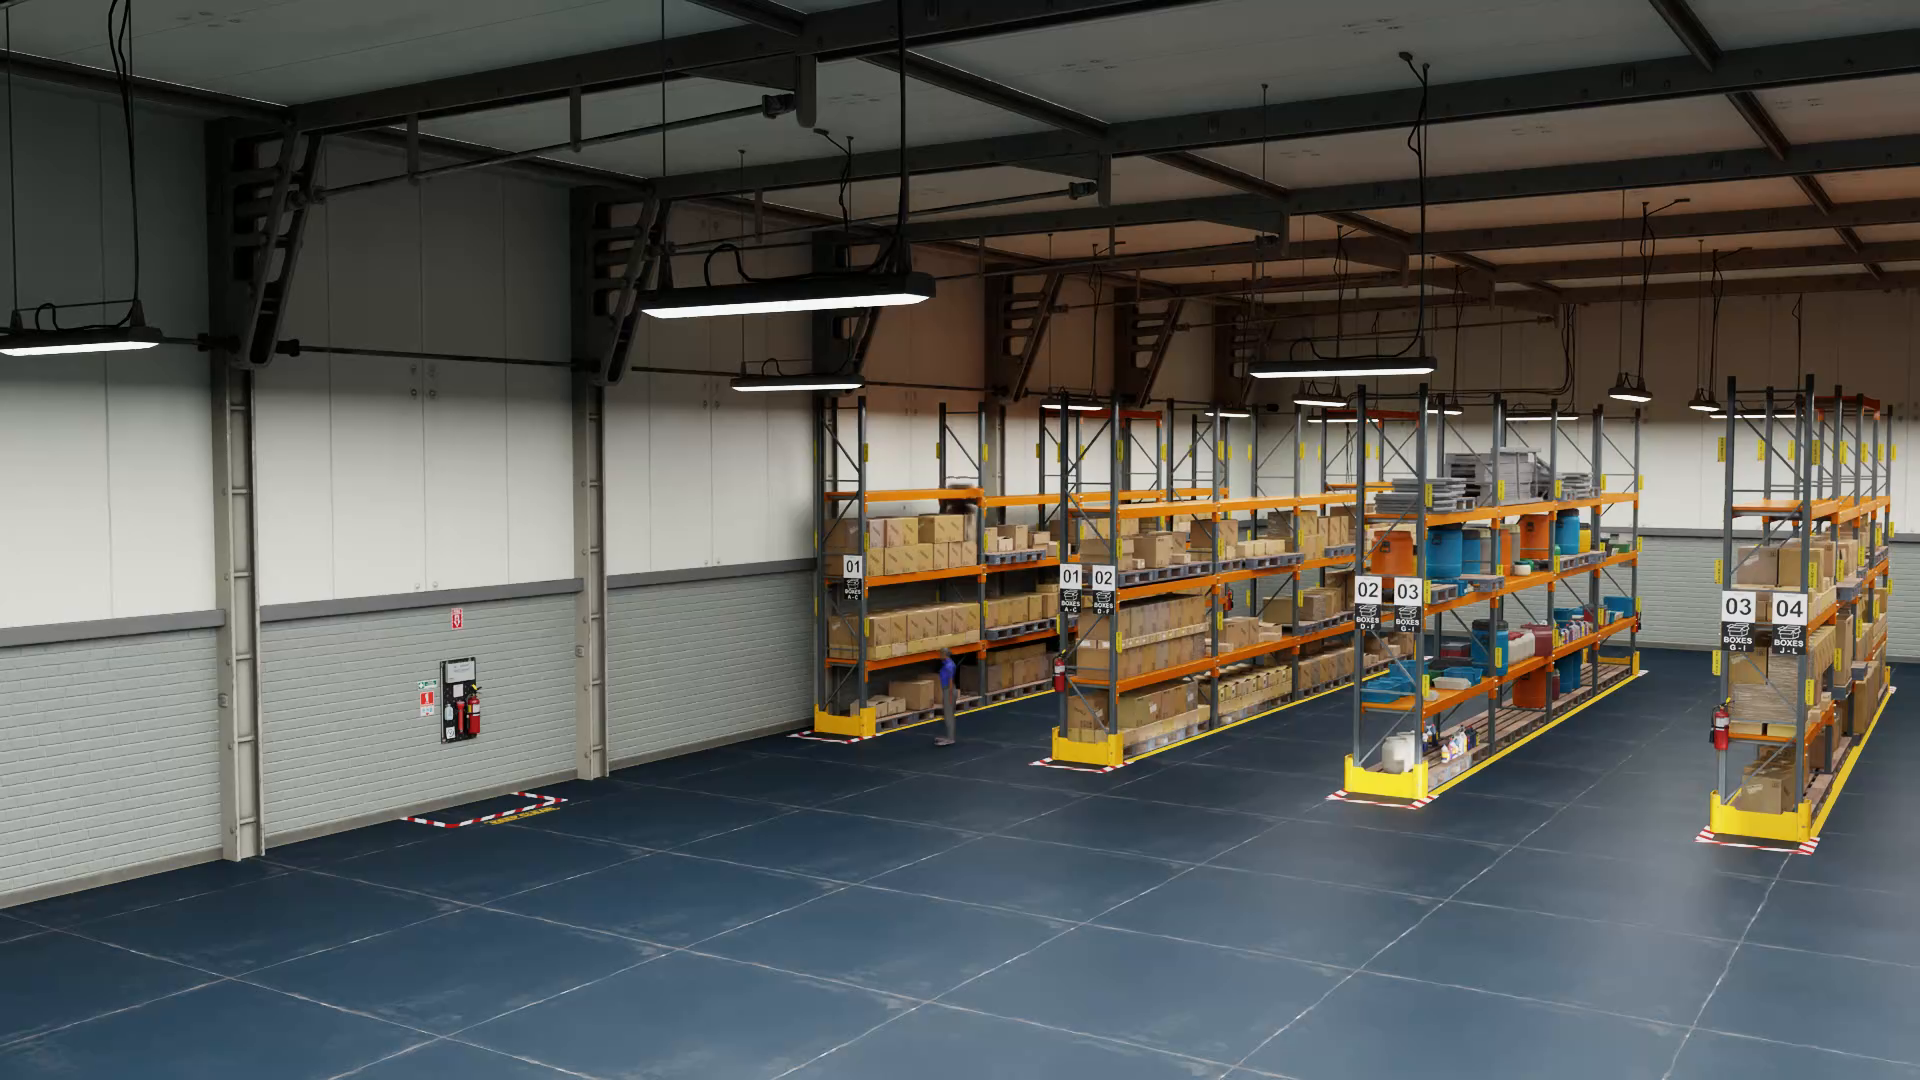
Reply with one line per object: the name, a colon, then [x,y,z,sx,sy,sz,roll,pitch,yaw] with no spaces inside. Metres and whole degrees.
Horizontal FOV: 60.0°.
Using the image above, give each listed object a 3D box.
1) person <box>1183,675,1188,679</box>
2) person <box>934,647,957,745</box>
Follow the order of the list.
person: [4.418,2.380,33.809,0.563,1.783,0.942,2,4,33]
person: [-0.265,2.671,28.661,0.362,1.655,0.560,0,3,-5]
